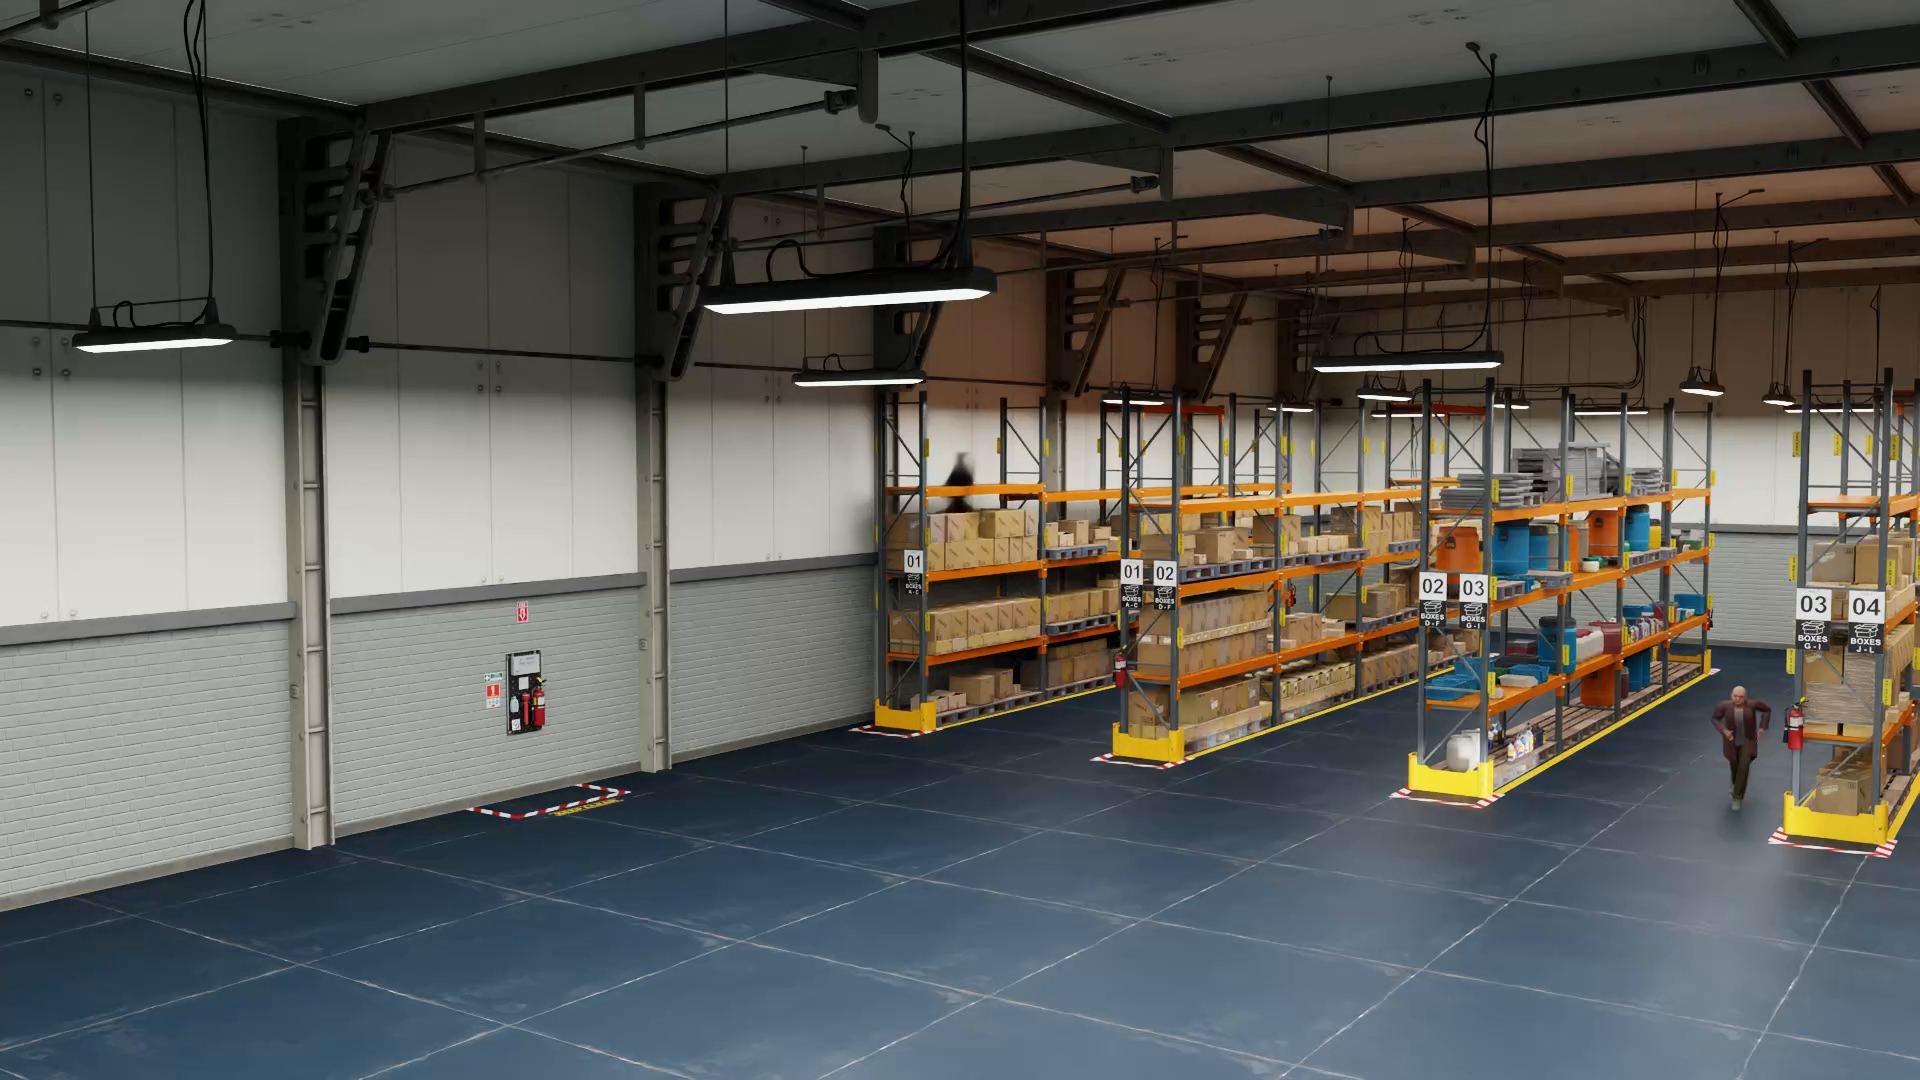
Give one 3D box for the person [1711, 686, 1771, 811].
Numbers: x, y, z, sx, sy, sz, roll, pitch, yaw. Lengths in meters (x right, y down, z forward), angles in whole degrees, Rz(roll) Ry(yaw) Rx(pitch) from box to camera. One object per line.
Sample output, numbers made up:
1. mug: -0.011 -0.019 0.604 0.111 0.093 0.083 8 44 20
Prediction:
1. person: 10.952 2.878 23.352 0.757 1.744 1.093 1 3 23
